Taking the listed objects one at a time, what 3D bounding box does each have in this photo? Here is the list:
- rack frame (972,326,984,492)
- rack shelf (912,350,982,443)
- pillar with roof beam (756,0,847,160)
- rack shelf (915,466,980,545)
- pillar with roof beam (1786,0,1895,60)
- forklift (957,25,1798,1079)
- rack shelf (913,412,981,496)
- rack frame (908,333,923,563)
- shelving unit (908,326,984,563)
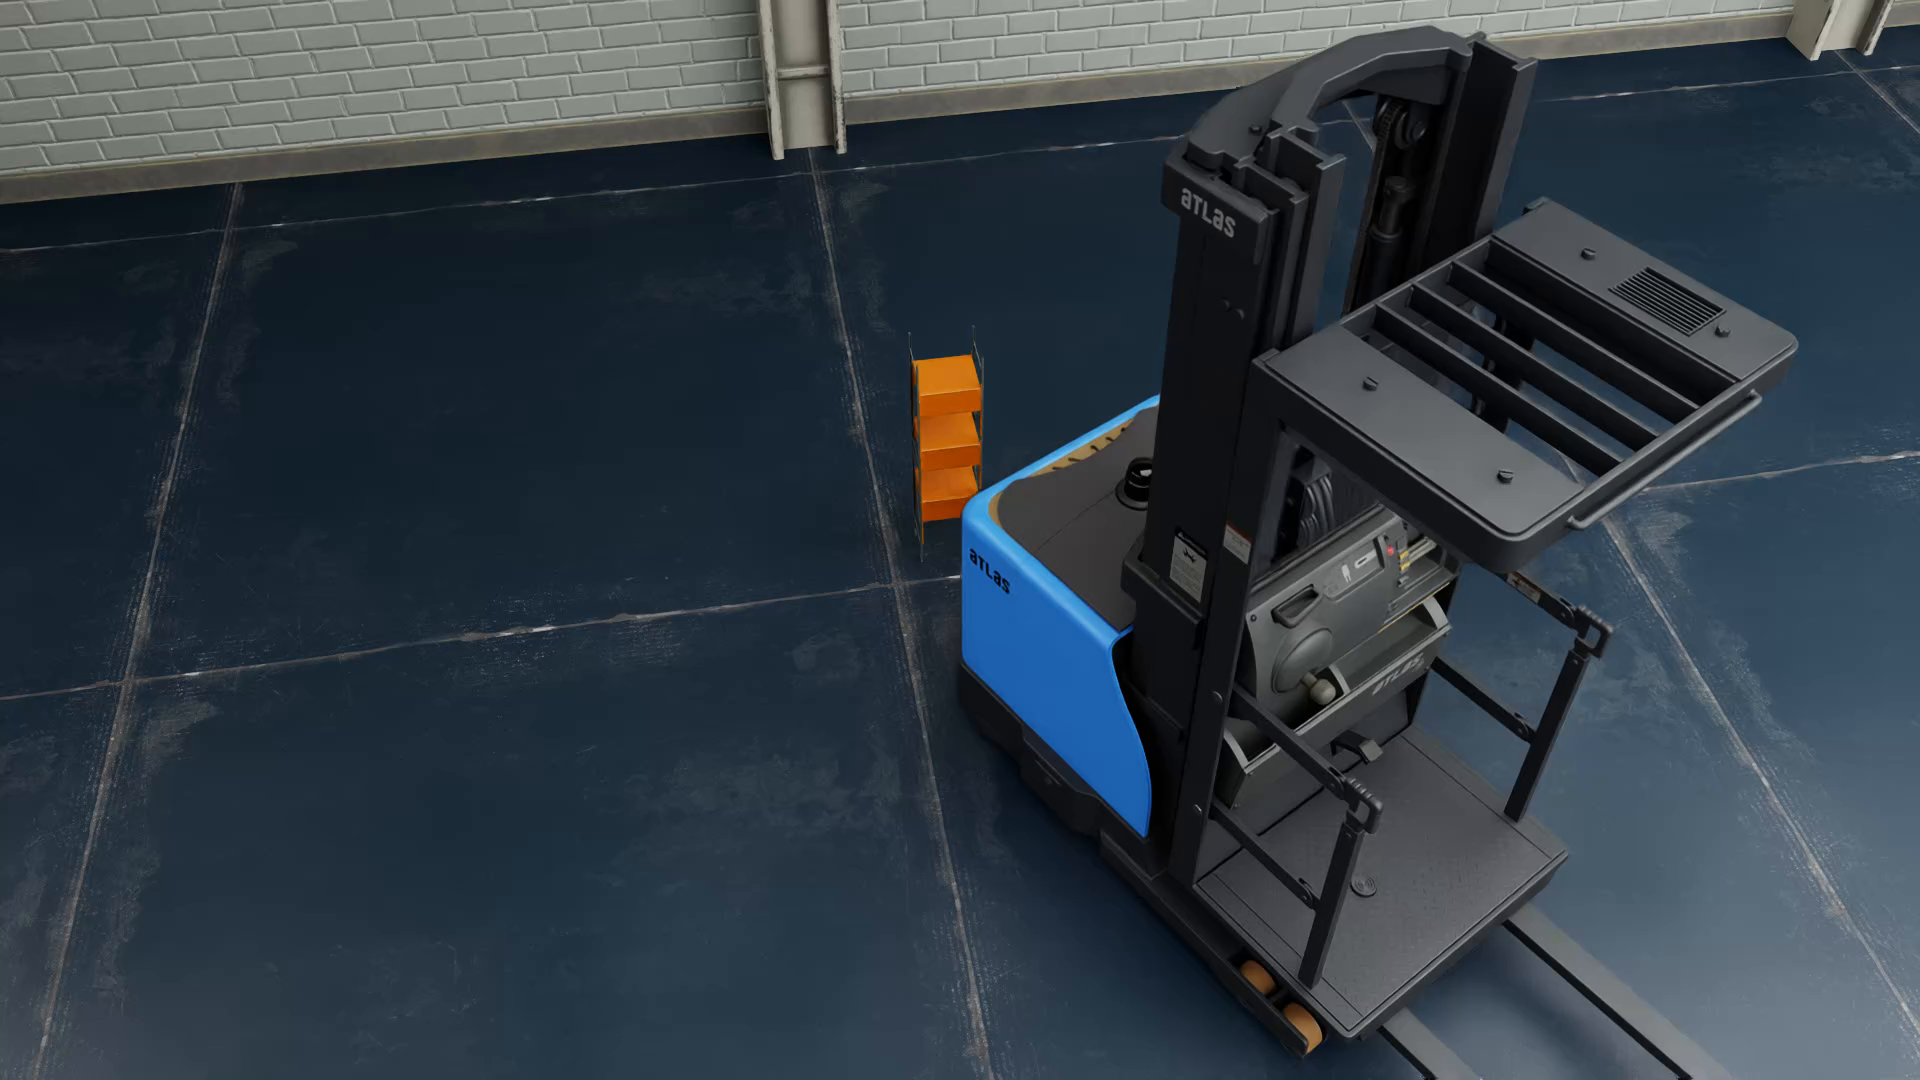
[{"bbox_3d":[0.067,-0.373,6.573,0.008,1.050,0.200,-7,46,-7],"label":"rack frame"},{"bbox_3d":[-0.053,-0.547,6.362,0.240,0.259,0.215,-7,46,-7],"label":"rack shelf"},{"bbox_3d":[-0.097,-2.238,2.850,0.400,9.000,9.100,-7,46,-7],"label":"pillar with roof beam"},{"bbox_3d":[-0.053,-0.158,6.767,0.240,0.259,0.215,-7,46,-7],"label":"rack shelf"},{"bbox_3d":[5.815,-2.974,3.560,0.400,9.000,9.100,-7,46,-7],"label":"pillar with roof beam"},{"bbox_3d":[1.297,0.223,4.693,1.130,2.935,3.031,-30,53,-25],"label":"forklift"},{"bbox_3d":[-0.053,-0.350,6.566,0.240,0.259,0.215,-7,46,-7],"label":"rack shelf"},{"bbox_3d":[-0.173,-0.343,6.544,0.008,1.050,0.200,-7,46,-7],"label":"rack frame"},{"bbox_3d":[-0.053,-0.358,6.559,0.252,1.050,0.215,-7,46,-7],"label":"shelving unit"}]
